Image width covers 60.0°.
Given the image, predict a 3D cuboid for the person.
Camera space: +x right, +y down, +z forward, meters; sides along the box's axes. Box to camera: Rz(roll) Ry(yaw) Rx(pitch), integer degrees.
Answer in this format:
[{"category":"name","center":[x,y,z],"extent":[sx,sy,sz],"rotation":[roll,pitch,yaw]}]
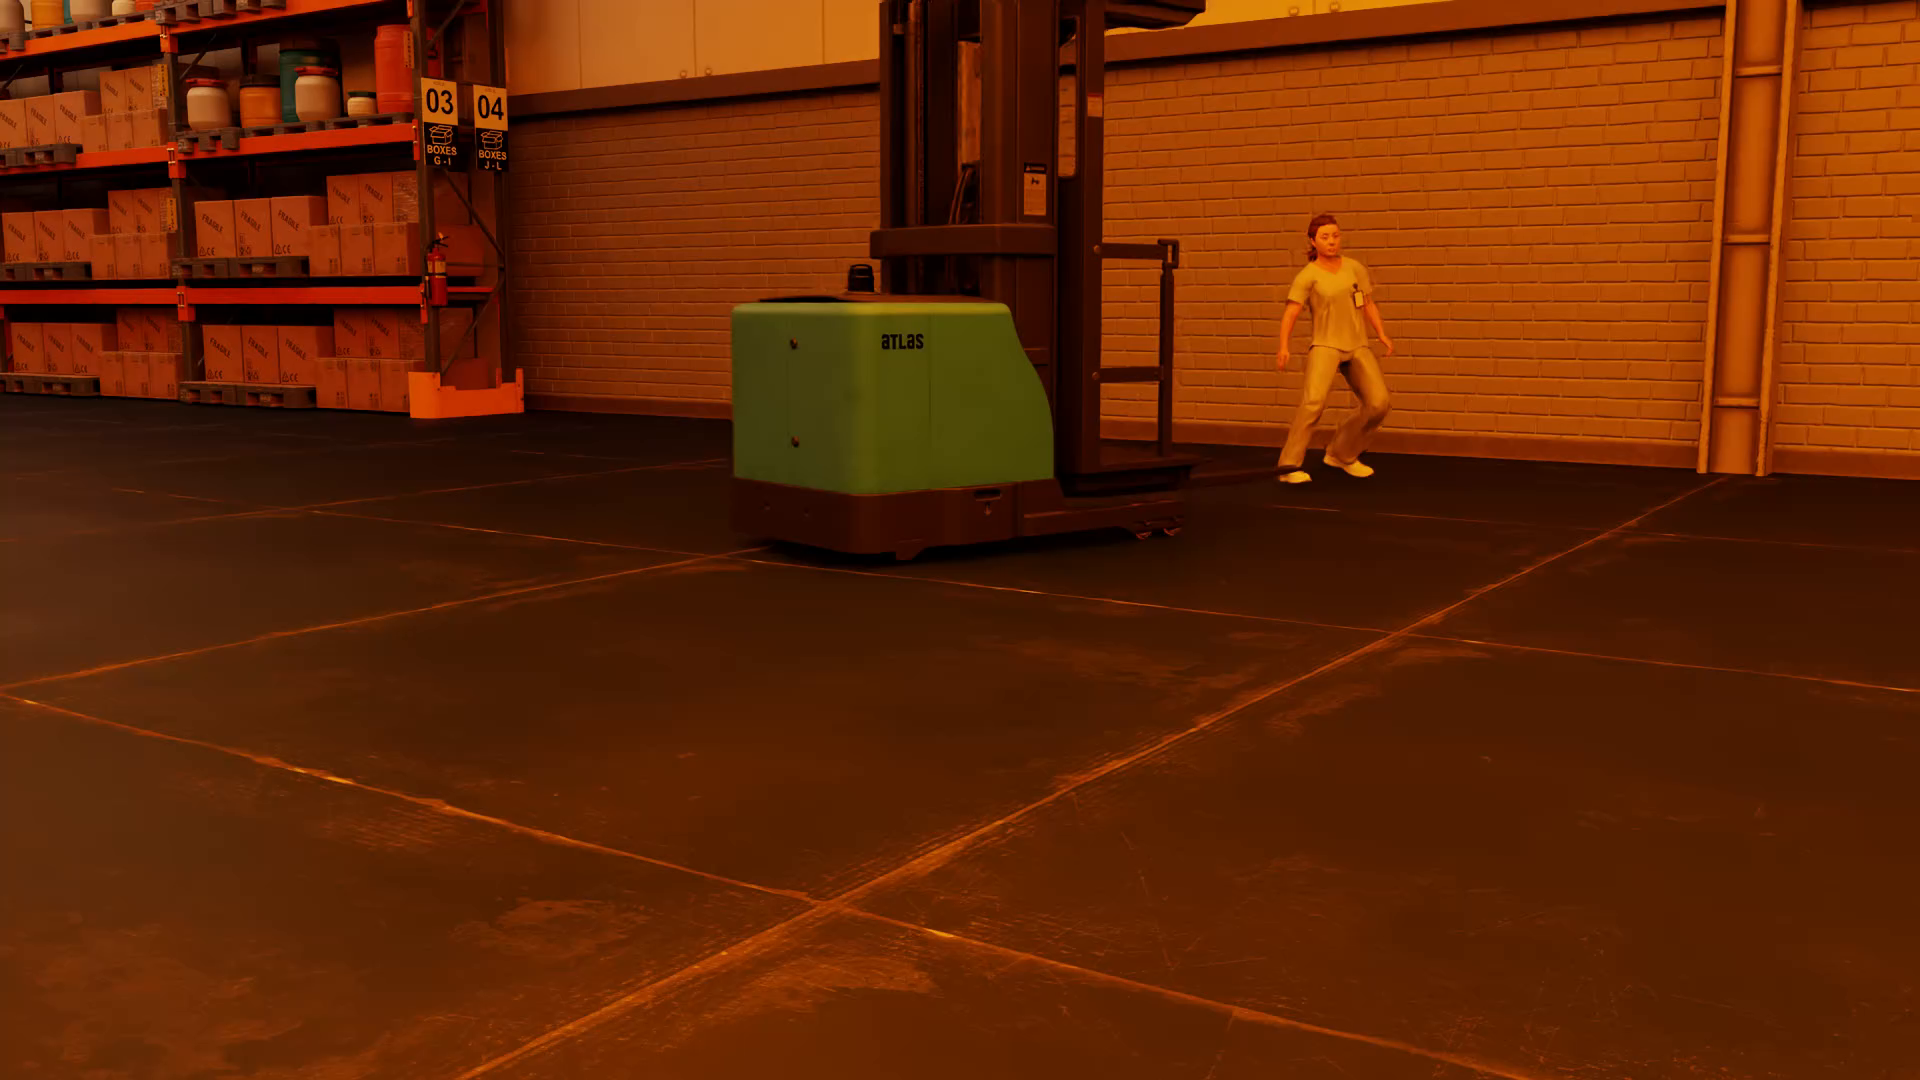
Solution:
[{"category":"person","center":[2.150,-1.116,9.670],"extent":[0.719,1.549,0.547],"rotation":[-1,8,-10]}]

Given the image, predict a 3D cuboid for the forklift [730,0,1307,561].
[{"category":"forklift","center":[0.434,-1.509,7.806],"extent":[3.031,2.935,1.130],"rotation":[-7,10,-39]}]
